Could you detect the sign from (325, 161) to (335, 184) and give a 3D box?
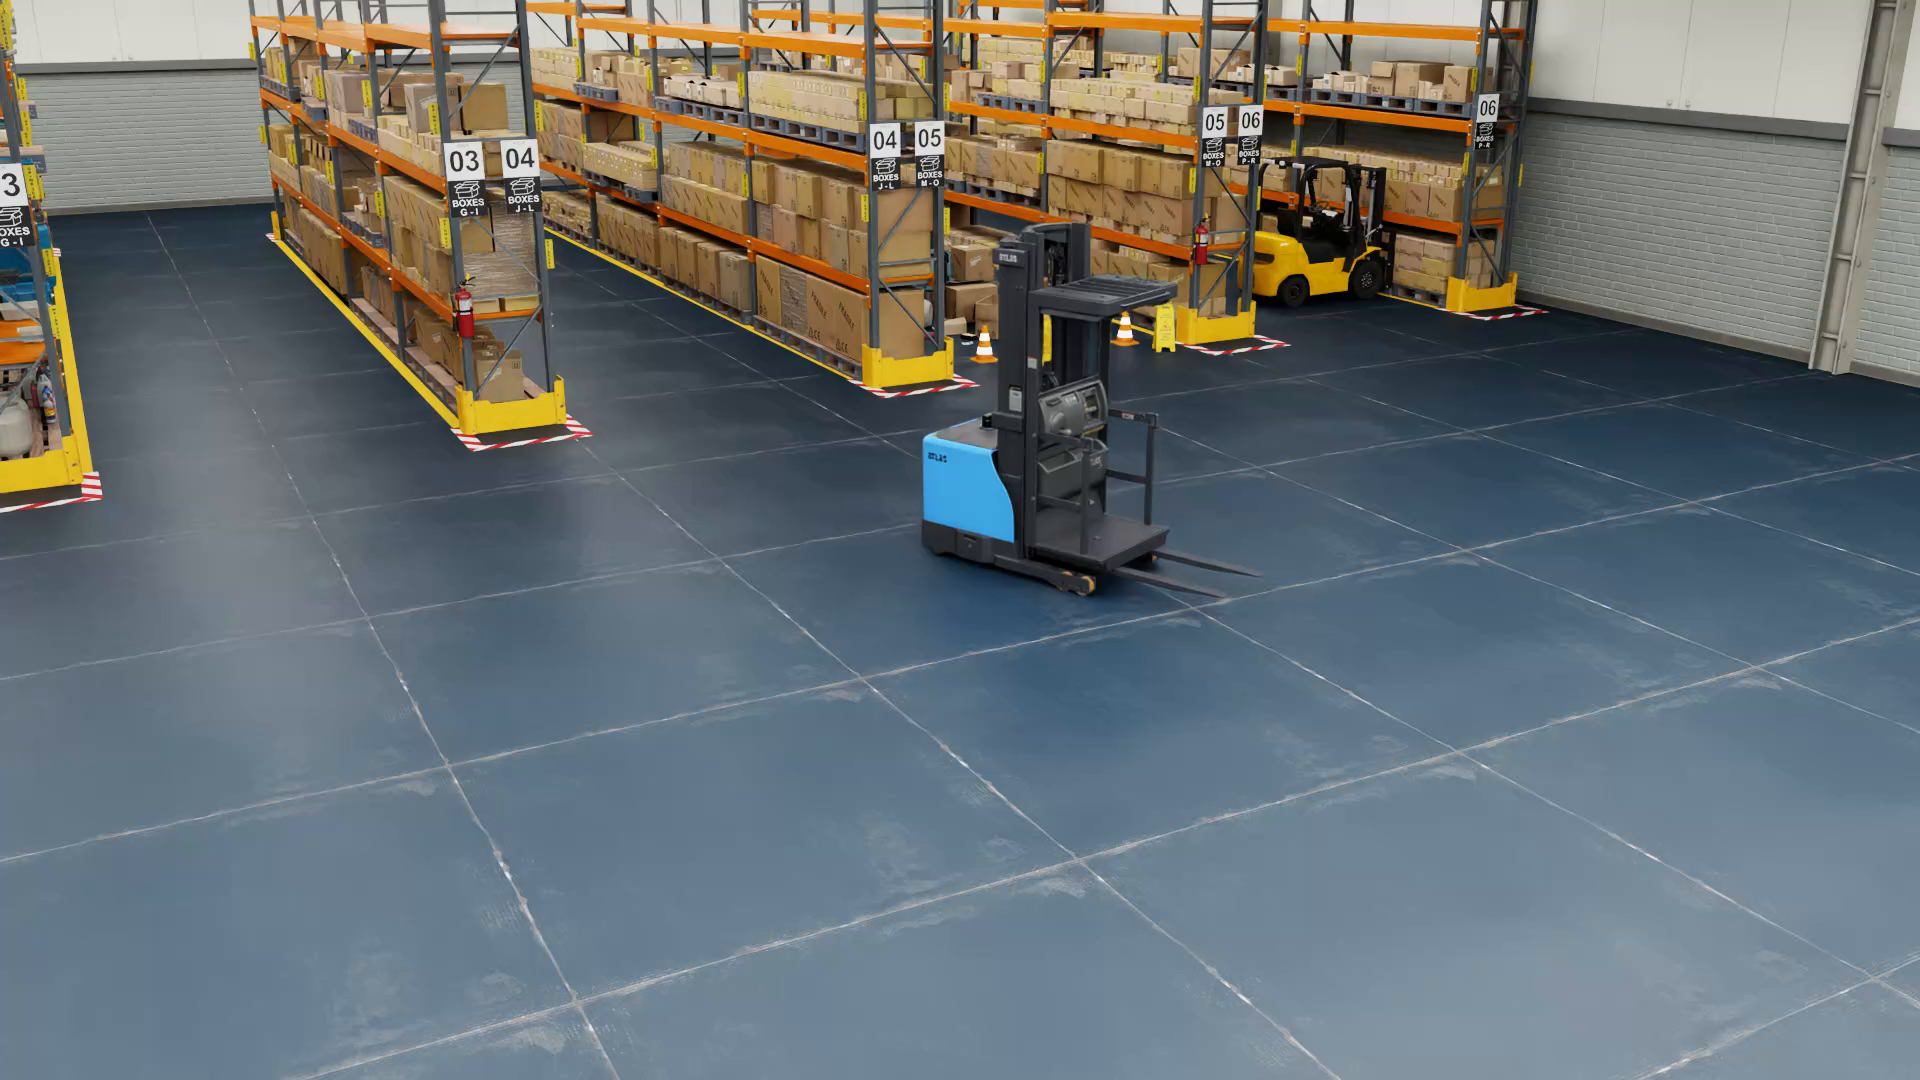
[{"bbox_3d":[-9.365,-5.465,24.715,0.100,0.325,0.005,-10,21,-27],"label":"sign"}]

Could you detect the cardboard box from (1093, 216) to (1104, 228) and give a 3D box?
[{"bbox_3d":[2.210,-4.764,24.843,0.380,0.149,0.250,-10,21,-26],"label":"cardboard box"}]

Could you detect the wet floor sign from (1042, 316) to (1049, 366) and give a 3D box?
[{"bbox_3d":[1.090,-2.633,21.892,0.267,0.644,0.232,-14,24,-36],"label":"wet floor sign"}]

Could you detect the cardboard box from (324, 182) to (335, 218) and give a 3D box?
[{"bbox_3d":[-9.562,-5.300,25.857,0.500,0.500,0.500,-10,22,-27],"label":"cardboard box"}]

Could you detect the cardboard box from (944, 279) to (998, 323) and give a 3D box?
[{"bbox_3d":[0.129,-3.507,24.433,0.797,0.637,0.503,-10,21,-27],"label":"cardboard box"}]

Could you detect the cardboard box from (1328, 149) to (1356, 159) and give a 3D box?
[{"bbox_3d":[6.333,-6.386,27.554,0.380,0.149,0.250,-10,22,-28],"label":"cardboard box"}]

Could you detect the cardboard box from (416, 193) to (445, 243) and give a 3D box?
[{"bbox_3d":[-6.035,-3.775,19.450,0.500,0.500,0.500,-10,21,-27],"label":"cardboard box"}]

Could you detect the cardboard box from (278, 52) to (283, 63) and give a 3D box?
[{"bbox_3d":[-11.453,-8.235,28.967,0.700,0.500,0.500,-9,21,-24],"label":"cardboard box"}]

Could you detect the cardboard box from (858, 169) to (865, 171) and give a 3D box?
[{"bbox_3d":[-1.603,-7.152,31.609,0.500,0.250,0.500,-10,21,-27],"label":"cardboard box"}]

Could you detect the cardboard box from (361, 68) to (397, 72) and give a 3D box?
[{"bbox_3d":[-8.431,-6.608,24.284,0.500,0.500,0.500,-9,21,-25],"label":"cardboard box"}]

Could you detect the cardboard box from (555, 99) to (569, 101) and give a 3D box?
[{"bbox_3d":[-7.827,-8.609,33.457,0.500,0.500,0.500,-10,22,-28],"label":"cardboard box"}]

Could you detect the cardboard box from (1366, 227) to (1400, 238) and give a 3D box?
[{"bbox_3d":[6.786,-4.904,26.903,0.500,0.250,0.500,-10,22,-28],"label":"cardboard box"}]

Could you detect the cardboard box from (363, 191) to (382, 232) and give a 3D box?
[{"bbox_3d":[-7.883,-4.587,23.144,0.797,0.503,0.637,-8,20,-21],"label":"cardboard box"}]

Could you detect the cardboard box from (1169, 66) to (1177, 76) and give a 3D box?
[{"bbox_3d":[4.109,-8.716,30.873,0.380,0.166,0.250,-10,21,-27],"label":"cardboard box"}]

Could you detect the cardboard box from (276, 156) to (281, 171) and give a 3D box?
[{"bbox_3d":[-12.198,-6.899,30.418,0.500,0.250,0.500,-11,22,-28],"label":"cardboard box"}]

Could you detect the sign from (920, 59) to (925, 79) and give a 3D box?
[{"bbox_3d":[-0.649,-8.156,28.776,0.100,0.325,0.005,-10,21,-27],"label":"sign"}]

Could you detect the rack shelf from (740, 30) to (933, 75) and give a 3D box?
[{"bbox_3d":[-1.616,-6.329,21.511,1.077,0.370,4.000,-10,21,-27],"label":"rack shelf"}]

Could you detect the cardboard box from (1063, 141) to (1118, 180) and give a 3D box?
[{"bbox_3d":[1.984,-5.742,25.151,0.700,0.500,0.500,-10,21,-26],"label":"cardboard box"}]

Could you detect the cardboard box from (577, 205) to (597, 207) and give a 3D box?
[{"bbox_3d":[-7.098,-6.311,31.754,0.380,0.149,0.250,-9,21,-25],"label":"cardboard box"}]

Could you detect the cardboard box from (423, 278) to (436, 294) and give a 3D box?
[{"bbox_3d":[-6.201,-3.054,19.887,0.380,0.149,0.250,-10,21,-27],"label":"cardboard box"}]

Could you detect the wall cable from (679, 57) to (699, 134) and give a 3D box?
[{"bbox_3d":[-6.653,-10.947,40.770,0.585,1.953,0.123,-10,21,-27],"label":"wall cable"}]

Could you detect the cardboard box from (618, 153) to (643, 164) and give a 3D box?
[{"bbox_3d":[-5.582,-6.469,28.228,0.380,0.149,0.250,-10,21,-27],"label":"cardboard box"}]

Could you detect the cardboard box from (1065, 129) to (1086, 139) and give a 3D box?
[{"bbox_3d":[2.590,-8.382,34.145,0.700,0.500,0.500,-10,21,-26],"label":"cardboard box"}]

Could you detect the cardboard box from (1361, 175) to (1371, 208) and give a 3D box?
[{"bbox_3d":[6.814,-5.601,26.731,0.500,0.500,0.500,-10,21,-26],"label":"cardboard box"}]

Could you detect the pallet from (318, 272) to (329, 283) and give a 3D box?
[{"bbox_3d":[-10.345,-4.625,28.331,1.003,0.211,1.213,-10,21,-27],"label":"pallet"}]

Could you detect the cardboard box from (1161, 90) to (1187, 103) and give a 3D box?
[{"bbox_3d":[2.996,-6.121,22.956,0.380,0.149,0.250,-10,22,-27],"label":"cardboard box"}]

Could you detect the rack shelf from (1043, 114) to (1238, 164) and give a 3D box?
[{"bbox_3d":[2.693,-5.896,24.241,1.077,0.370,4.000,-10,21,-27],"label":"rack shelf"}]

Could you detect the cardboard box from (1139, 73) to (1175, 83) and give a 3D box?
[{"bbox_3d":[3.753,-8.767,31.689,0.500,0.250,0.500,-11,22,-28],"label":"cardboard box"}]

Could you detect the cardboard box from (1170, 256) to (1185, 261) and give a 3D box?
[{"bbox_3d":[3.239,-3.927,24.455,0.500,0.500,0.500,-11,22,-29],"label":"cardboard box"}]

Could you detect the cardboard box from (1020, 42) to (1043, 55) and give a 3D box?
[{"bbox_3d":[1.611,-10.434,35.299,0.500,0.250,0.500,-10,22,-28],"label":"cardboard box"}]

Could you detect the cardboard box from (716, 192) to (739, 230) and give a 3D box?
[{"bbox_3d":[-3.288,-4.897,24.689,0.500,0.500,0.500,-10,22,-27],"label":"cardboard box"}]

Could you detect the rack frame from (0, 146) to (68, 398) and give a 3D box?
[{"bbox_3d":[-11.337,-3.090,19.605,1.000,3.000,0.127,-10,21,-27],"label":"rack frame"}]

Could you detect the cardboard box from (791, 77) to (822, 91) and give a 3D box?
[{"bbox_3d":[-1.969,-5.924,21.587,0.380,0.149,0.250,-10,21,-27],"label":"cardboard box"}]

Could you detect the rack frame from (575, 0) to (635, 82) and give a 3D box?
[{"bbox_3d":[-6.364,-9.729,29.648,1.000,3.000,0.127,-10,21,-27],"label":"rack frame"}]

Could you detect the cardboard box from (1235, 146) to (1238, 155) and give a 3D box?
[{"bbox_3d":[5.119,-6.942,29.620,0.380,0.149,0.250,-10,21,-26],"label":"cardboard box"}]

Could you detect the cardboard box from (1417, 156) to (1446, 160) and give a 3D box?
[{"bbox_3d":[7.516,-6.027,26.514,0.380,0.149,0.250,-11,22,-28],"label":"cardboard box"}]

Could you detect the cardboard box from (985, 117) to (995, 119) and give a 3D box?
[{"bbox_3d":[0.863,-9.585,38.204,0.500,0.250,0.500,-9,21,-25],"label":"cardboard box"}]

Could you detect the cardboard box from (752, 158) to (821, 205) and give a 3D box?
[{"bbox_3d":[-2.420,-5.066,23.448,0.875,0.550,0.550,-10,21,-27],"label":"cardboard box"}]

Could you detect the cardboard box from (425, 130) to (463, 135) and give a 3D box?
[{"bbox_3d":[-5.880,-4.589,18.969,0.380,0.149,0.250,-10,21,-26],"label":"cardboard box"}]

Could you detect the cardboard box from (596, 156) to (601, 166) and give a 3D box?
[{"bbox_3d":[-6.210,-6.706,29.371,0.380,0.149,0.250,-11,22,-29],"label":"cardboard box"}]

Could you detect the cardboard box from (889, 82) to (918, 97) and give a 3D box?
[{"bbox_3d":[-0.662,-5.587,20.609,0.380,0.149,0.250,-10,21,-26],"label":"cardboard box"}]

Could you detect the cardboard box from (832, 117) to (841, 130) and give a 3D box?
[{"bbox_3d":[-1.363,-5.182,20.658,0.380,0.149,0.250,-10,21,-26],"label":"cardboard box"}]

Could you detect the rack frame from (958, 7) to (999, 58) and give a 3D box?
[{"bbox_3d":[0.411,-12.442,37.513,1.000,3.000,0.127,-10,21,-27],"label":"rack frame"}]

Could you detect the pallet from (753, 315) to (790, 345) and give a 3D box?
[{"bbox_3d":[-2.273,-3.047,23.758,1.003,0.211,1.213,-10,21,-27],"label":"pallet"}]

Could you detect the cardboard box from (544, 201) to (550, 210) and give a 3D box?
[{"bbox_3d":[-8.160,-6.755,33.498,0.380,0.149,0.250,-10,21,-27],"label":"cardboard box"}]

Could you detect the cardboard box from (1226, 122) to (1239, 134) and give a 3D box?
[{"bbox_3d":[3.771,-5.688,22.923,0.380,0.149,0.250,-10,21,-27],"label":"cardboard box"}]

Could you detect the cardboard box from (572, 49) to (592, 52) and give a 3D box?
[{"bbox_3d":[-7.267,-9.390,32.118,0.380,0.149,0.250,-9,21,-26],"label":"cardboard box"}]

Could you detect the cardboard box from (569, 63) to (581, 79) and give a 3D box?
[{"bbox_3d":[-6.807,-8.569,30.350,0.500,0.250,0.500,-11,22,-29],"label":"cardboard box"}]

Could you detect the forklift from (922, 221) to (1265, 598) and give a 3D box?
[{"bbox_3d":[1.127,-1.112,13.978,3.031,2.935,1.130,14,24,36],"label":"forklift"}]

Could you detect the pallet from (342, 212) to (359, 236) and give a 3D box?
[{"bbox_3d":[-8.446,-4.726,24.642,1.213,0.211,1.003,-10,21,-27],"label":"pallet"}]

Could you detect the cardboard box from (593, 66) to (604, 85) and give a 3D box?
[{"bbox_3d":[-6.131,-8.182,29.257,0.500,0.311,0.500,-10,22,-27],"label":"cardboard box"}]

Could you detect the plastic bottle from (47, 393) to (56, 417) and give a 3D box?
[{"bbox_3d":[-10.116,-1.502,18.494,0.061,0.283,0.133,-10,21,-26],"label":"plastic bottle"}]

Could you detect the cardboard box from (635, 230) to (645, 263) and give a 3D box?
[{"bbox_3d":[-5.251,-5.059,28.502,0.500,0.500,0.500,-9,21,-24],"label":"cardboard box"}]

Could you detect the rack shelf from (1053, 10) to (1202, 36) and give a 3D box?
[{"bbox_3d":[3.260,-10.191,32.704,1.077,0.370,4.000,-10,21,-27],"label":"rack shelf"}]

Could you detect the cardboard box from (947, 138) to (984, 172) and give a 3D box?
[{"bbox_3d":[0.107,-6.613,28.563,0.500,0.500,0.500,-9,21,-24],"label":"cardboard box"}]

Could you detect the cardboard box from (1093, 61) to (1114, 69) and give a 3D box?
[{"bbox_3d":[2.855,-9.419,32.936,0.380,0.149,0.250,-9,21,-25],"label":"cardboard box"}]

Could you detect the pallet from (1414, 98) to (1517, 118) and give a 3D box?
[{"bbox_3d":[7.696,-6.597,25.305,1.003,0.211,1.213,-10,21,-27],"label":"pallet"}]
